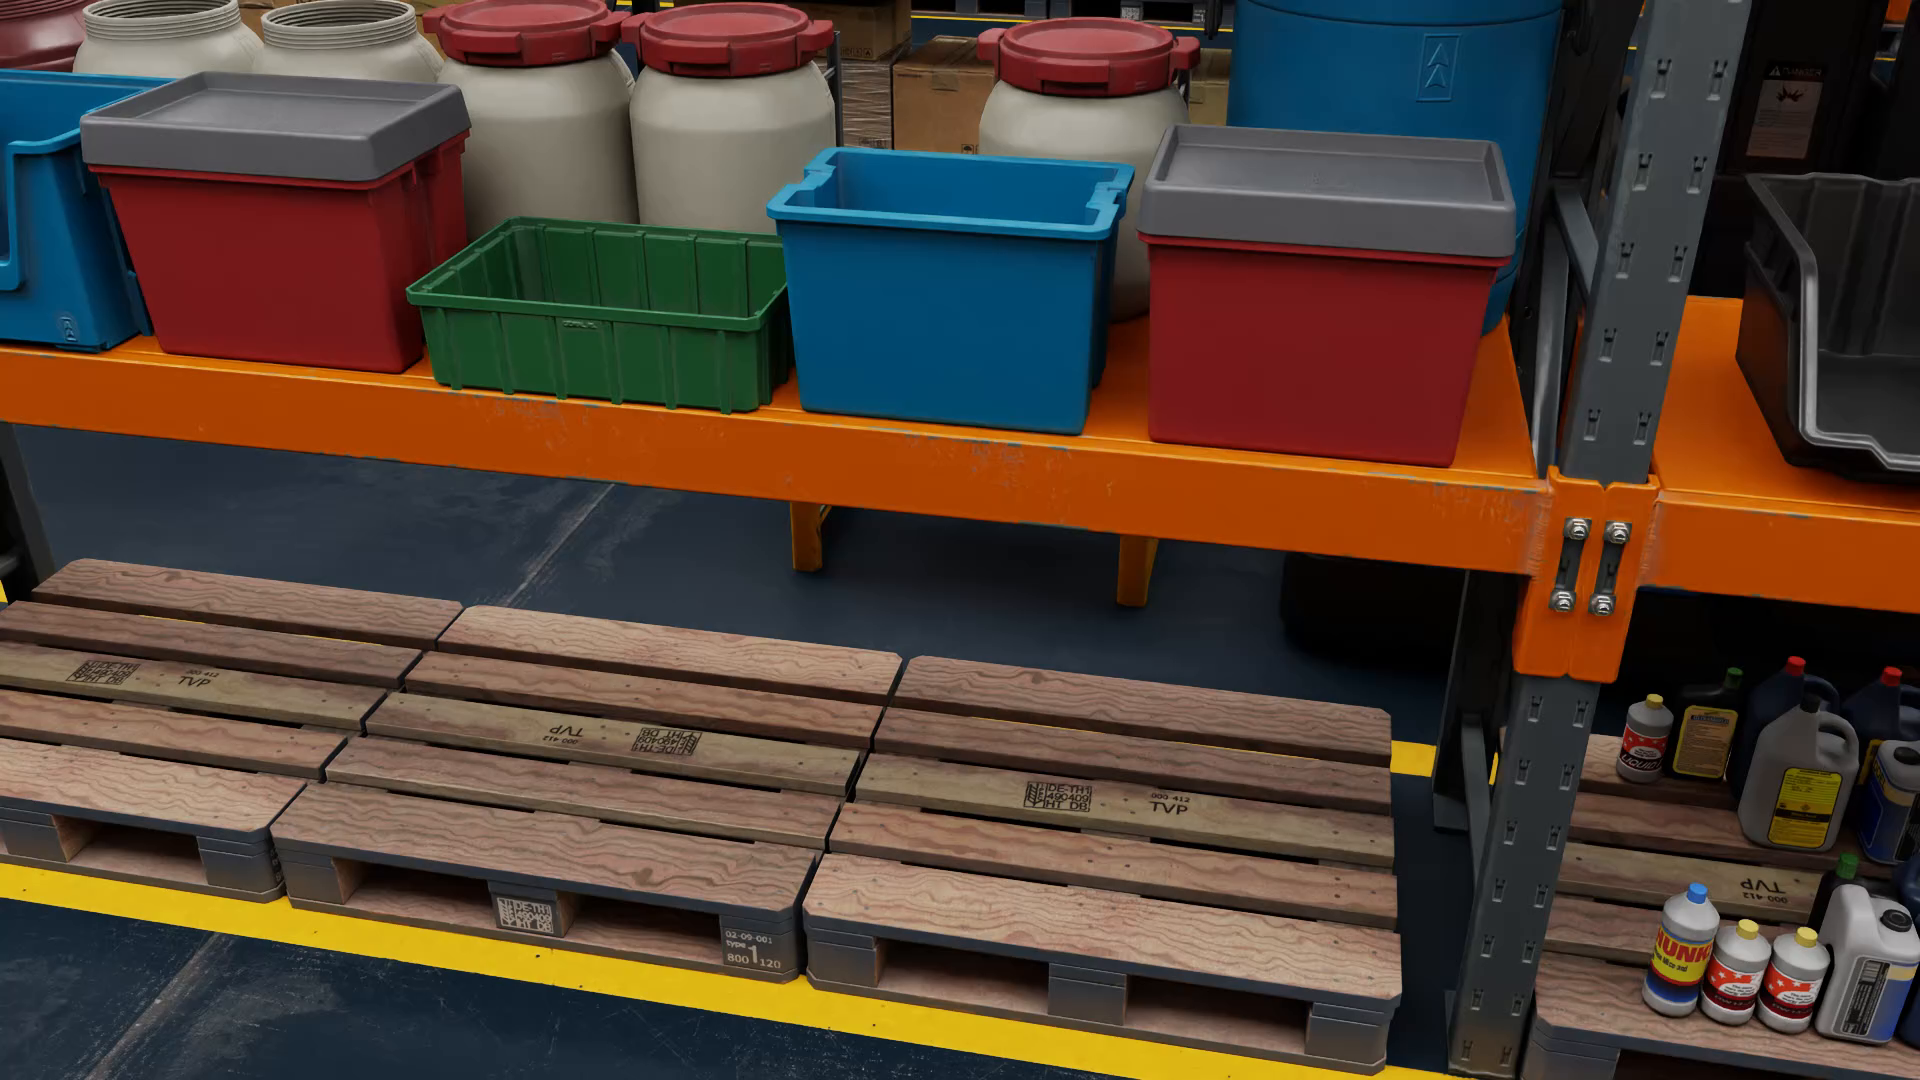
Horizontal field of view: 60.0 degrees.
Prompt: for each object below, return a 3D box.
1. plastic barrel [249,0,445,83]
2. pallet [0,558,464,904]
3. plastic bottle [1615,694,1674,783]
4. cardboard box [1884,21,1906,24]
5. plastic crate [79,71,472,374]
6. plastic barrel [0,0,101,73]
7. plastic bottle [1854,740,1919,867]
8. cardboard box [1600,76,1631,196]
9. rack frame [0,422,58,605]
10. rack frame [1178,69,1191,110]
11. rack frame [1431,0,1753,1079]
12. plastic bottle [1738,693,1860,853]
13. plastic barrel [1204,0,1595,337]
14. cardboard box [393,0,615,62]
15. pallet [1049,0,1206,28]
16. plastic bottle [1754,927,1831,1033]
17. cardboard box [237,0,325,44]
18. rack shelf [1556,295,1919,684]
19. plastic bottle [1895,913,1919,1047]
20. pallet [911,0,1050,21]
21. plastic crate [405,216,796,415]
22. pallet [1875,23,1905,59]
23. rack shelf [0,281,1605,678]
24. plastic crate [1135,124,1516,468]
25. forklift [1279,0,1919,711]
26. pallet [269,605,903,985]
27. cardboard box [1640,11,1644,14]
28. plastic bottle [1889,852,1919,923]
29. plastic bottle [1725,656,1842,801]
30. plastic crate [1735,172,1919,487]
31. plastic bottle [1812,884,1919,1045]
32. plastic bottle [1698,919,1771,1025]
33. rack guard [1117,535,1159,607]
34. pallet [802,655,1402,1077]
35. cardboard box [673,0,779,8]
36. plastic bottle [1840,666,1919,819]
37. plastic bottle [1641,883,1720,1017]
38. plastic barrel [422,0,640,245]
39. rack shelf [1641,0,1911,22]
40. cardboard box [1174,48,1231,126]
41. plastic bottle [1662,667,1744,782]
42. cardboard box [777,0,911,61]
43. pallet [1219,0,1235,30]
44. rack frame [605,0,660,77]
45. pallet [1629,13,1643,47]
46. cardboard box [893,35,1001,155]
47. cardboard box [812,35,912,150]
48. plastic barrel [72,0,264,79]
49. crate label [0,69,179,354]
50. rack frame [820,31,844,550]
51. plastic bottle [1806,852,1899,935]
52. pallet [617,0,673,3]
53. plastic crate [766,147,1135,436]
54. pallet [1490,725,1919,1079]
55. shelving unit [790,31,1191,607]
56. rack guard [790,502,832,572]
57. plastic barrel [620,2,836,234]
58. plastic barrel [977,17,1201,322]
[{"bbox_3d":[-1.311,-0.887,3.631,0.421,0.512,0.421,0,29,0],"label":"plastic barrel"},{"bbox_3d":[-2.025,0.436,4.234,1.213,0.211,1.003,6,29,11],"label":"pallet"},{"bbox_3d":[1.558,0.442,3.774,0.097,0.201,0.097,0,29,0],"label":"plastic bottle"},{"bbox_3d":[6.542,-4.016,11.236,0.875,0.875,0.875,6,29,11],"label":"cardboard box"},{"bbox_3d":[-1.258,-0.606,3.166,0.583,0.464,0.402,6,29,11],"label":"plastic crate"},{"bbox_3d":[-2.257,-1.039,3.882,0.708,0.536,0.600,6,29,11],"label":"plastic barrel"},{"bbox_3d":[2.009,0.540,3.518,0.135,0.276,0.152,6,29,11],"label":"plastic bottle"},{"bbox_3d":[3.117,-1.783,7.549,0.500,0.500,0.500,16,32,26],"label":"cardboard box"},{"bbox_3d":[-2.774,-0.883,3.740,0.127,3.000,1.000,6,29,11],"label":"rack frame"},{"bbox_3d":[0.581,-0.598,4.781,0.032,1.500,0.500,6,29,11],"label":"rack frame"},{"bbox_3d":[1.138,-0.482,3.007,0.127,3.000,1.000,6,29,11],"label":"rack frame"},{"bbox_3d":[1.798,0.484,3.543,0.185,0.351,0.144,6,29,11],"label":"plastic bottle"},{"bbox_3d":[0.823,-0.883,3.218,0.708,0.901,0.600,6,29,11],"label":"plastic barrel"},{"bbox_3d":[-2.410,-2.541,8.542,0.875,0.875,1.225,5,29,8],"label":"cardboard box"},{"bbox_3d":[1.340,-4.068,12.460,1.213,0.211,1.003,6,29,11],"label":"pallet"},{"bbox_3d":[1.557,0.810,3.102,0.097,0.201,0.097,0,29,0],"label":"plastic bottle"},{"bbox_3d":[-3.280,-2.634,8.712,0.875,0.875,1.225,6,29,11],"label":"cardboard box"},{"bbox_3d":[3.094,0.034,2.814,4.000,0.370,1.077,6,29,11],"label":"rack shelf"},{"bbox_3d":[1.841,0.763,3.034,0.185,0.351,0.144,7,29,12],"label":"plastic bottle"},{"bbox_3d":[0.150,-4.191,12.685,1.213,0.211,1.003,6,29,11],"label":"pallet"},{"bbox_3d":[-0.624,-0.431,3.135,0.662,0.188,0.450,6,29,11],"label":"plastic crate"},{"bbox_3d":[6.420,-3.547,11.509,1.213,0.211,1.003,6,29,11],"label":"pallet"},{"bbox_3d":[-0.818,-0.367,3.546,4.000,0.370,1.077,6,29,11],"label":"rack shelf"},{"bbox_3d":[0.600,-0.415,2.818,0.583,0.464,0.402,6,29,11],"label":"plastic crate"},{"bbox_3d":[2.479,-1.051,4.118,3.031,2.935,1.130,6,29,12],"label":"forklift"},{"bbox_3d":[-0.835,0.559,4.009,1.213,0.211,1.003,6,29,11],"label":"pallet"},{"bbox_3d":[4.789,-4.195,11.565,0.875,0.875,0.875,6,29,11],"label":"cardboard box"},{"bbox_3d":[1.871,0.695,3.158,0.185,0.351,0.144,6,29,11],"label":"plastic bottle"},{"bbox_3d":[1.828,0.416,3.667,0.185,0.351,0.144,5,29,9],"label":"plastic bottle"},{"bbox_3d":[1.623,-0.343,2.817,0.504,0.338,0.767,6,29,11],"label":"plastic crate"},{"bbox_3d":[1.680,0.777,3.086,0.135,0.276,0.152,7,29,12],"label":"plastic bottle"},{"bbox_3d":[1.457,0.800,3.121,0.097,0.201,0.097,0,29,0],"label":"plastic bottle"},{"bbox_3d":[0.562,-0.052,5.085,0.087,0.250,0.587,6,29,11],"label":"rack guard"},{"bbox_3d":[0.362,0.680,3.787,1.213,0.211,1.003,6,29,11],"label":"pallet"},{"bbox_3d":[-1.078,-2.582,8.206,0.500,0.250,0.500,7,29,13],"label":"cardboard box"},{"bbox_3d":[2.015,0.435,3.632,0.185,0.351,0.144,4,29,8],"label":"plastic bottle"},{"bbox_3d":[1.358,0.759,3.122,0.097,0.271,0.097,0,29,0],"label":"plastic bottle"},{"bbox_3d":[-0.893,-0.858,3.552,0.433,0.535,0.433,0,29,0],"label":"plastic barrel"},{"bbox_3d":[4.128,-2.292,7.062,4.000,0.370,1.077,6,29,11],"label":"rack shelf"},{"bbox_3d":[1.114,-2.033,7.985,0.500,0.500,0.700,6,29,10],"label":"cardboard box"},{"bbox_3d":[1.677,0.410,3.749,0.133,0.283,0.061,7,30,13],"label":"plastic bottle"},{"bbox_3d":[-0.557,-2.533,8.118,0.500,0.250,0.500,9,30,16],"label":"cardboard box"},{"bbox_3d":[2.536,-3.946,12.239,1.213,0.211,1.003,6,29,11],"label":"pallet"},{"bbox_3d":[-1.740,-3.209,7.989,0.127,3.000,1.000,6,29,11],"label":"rack frame"},{"bbox_3d":[5.231,-3.670,11.734,1.213,0.211,1.003,6,29,11],"label":"pallet"},{"bbox_3d":[0.021,-2.145,8.189,0.500,0.500,0.700,8,30,15],"label":"cardboard box"},{"bbox_3d":[-0.535,-2.199,8.287,0.500,0.500,0.700,3,29,6],"label":"cardboard box"},{"bbox_3d":[-1.723,-0.930,3.708,0.421,0.512,0.421,0,29,0],"label":"plastic barrel"},{"bbox_3d":[-1.859,-0.672,3.317,0.616,0.435,0.502,6,29,11],"label":"crate label"},{"bbox_3d":[-0.414,-0.700,4.967,0.032,1.500,0.500,6,29,11],"label":"rack frame"},{"bbox_3d":[1.701,0.724,3.175,0.133,0.283,0.061,6,29,11],"label":"plastic bottle"},{"bbox_3d":[-2.559,-4.508,13.264,1.213,0.211,1.003,6,29,11],"label":"pallet"},{"bbox_3d":[-0.006,-0.440,2.946,0.575,0.384,0.392,6,29,11],"label":"plastic crate"},{"bbox_3d":[1.786,0.828,3.518,1.213,0.211,1.003,6,29,11],"label":"pallet"},{"bbox_3d":[0.075,-0.650,4.876,1.083,1.500,0.587,6,29,11],"label":"shelving unit"},{"bbox_3d":[-0.412,-0.152,5.267,0.087,0.250,0.587,6,29,11],"label":"rack guard"},{"bbox_3d":[-0.470,-0.814,3.472,0.433,0.535,0.433,0,29,0],"label":"plastic barrel"},{"bbox_3d":[0.248,-0.741,3.338,0.433,0.535,0.433,0,29,0],"label":"plastic barrel"}]
